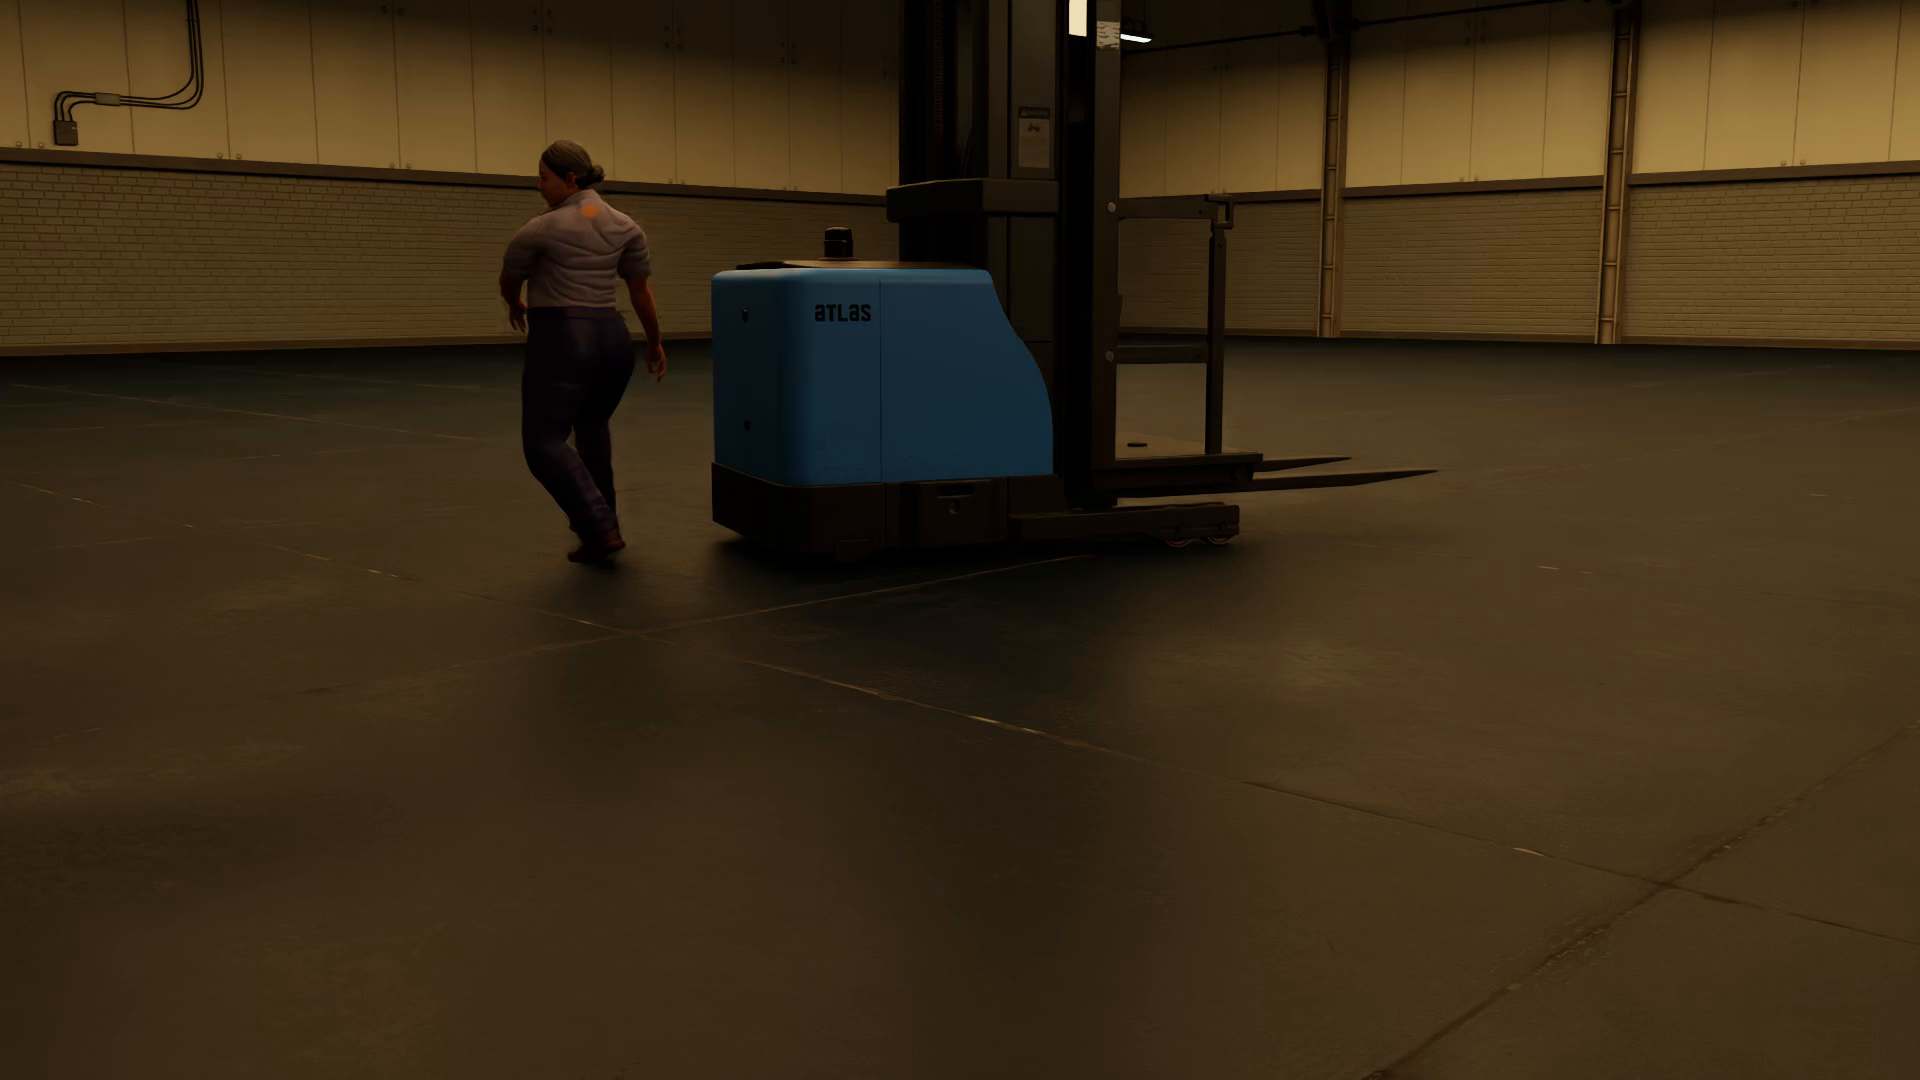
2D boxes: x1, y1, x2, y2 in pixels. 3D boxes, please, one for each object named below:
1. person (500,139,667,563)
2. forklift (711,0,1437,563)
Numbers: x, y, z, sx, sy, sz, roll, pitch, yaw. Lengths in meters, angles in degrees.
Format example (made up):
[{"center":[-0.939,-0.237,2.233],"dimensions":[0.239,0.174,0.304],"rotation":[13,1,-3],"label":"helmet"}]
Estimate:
[{"center":[-1.434,-0.728,6.406],"dimensions":[0.791,1.557,0.657],"rotation":[6,11,36],"label":"person"},{"center":[0.559,-1.486,6.742],"dimensions":[3.031,2.935,1.130],"rotation":[-4,9,-23],"label":"forklift"}]
